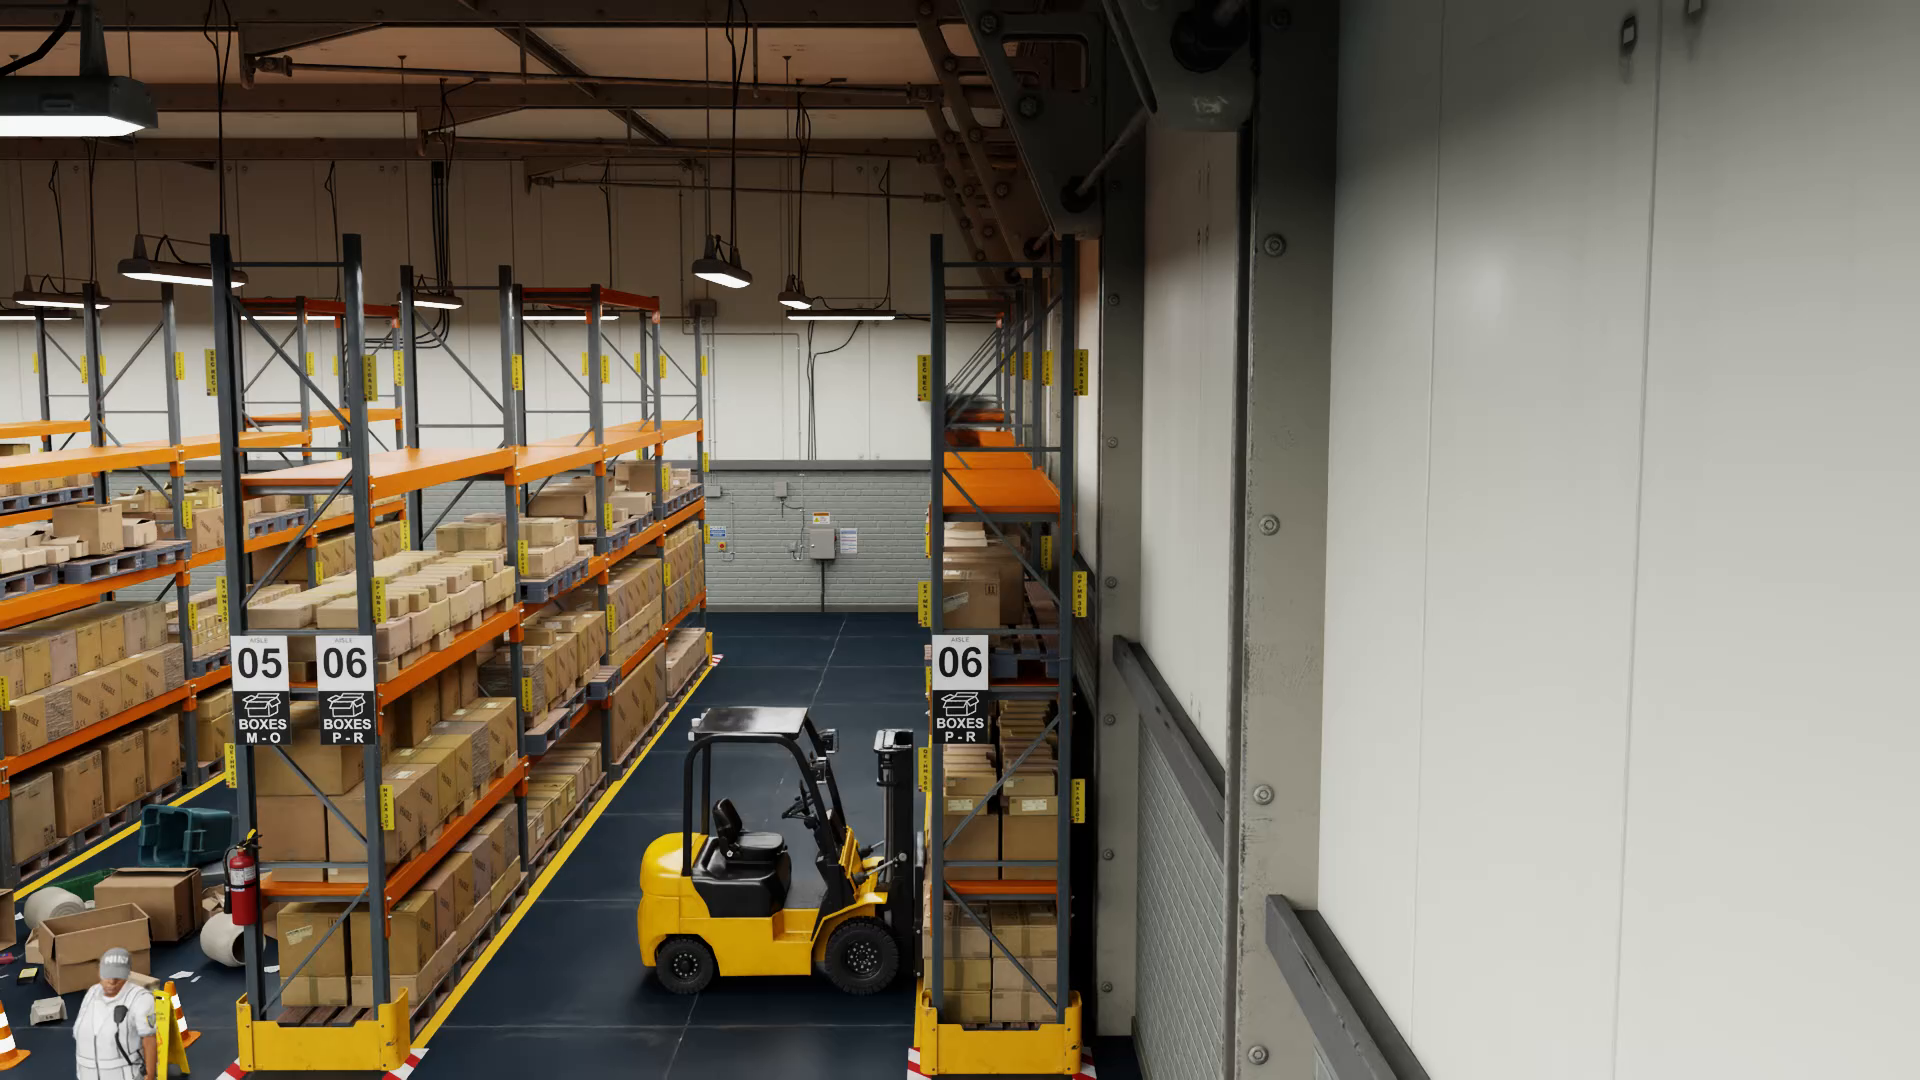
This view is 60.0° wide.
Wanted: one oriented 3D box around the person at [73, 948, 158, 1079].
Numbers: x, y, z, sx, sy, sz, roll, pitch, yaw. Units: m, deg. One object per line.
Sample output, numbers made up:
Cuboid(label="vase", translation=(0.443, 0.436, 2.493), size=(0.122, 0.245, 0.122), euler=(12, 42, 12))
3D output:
Cuboid(label="person", translation=(-5.089, 3.238, 10.003), size=(0.589, 1.653, 0.488), euler=(0, 6, 3))
